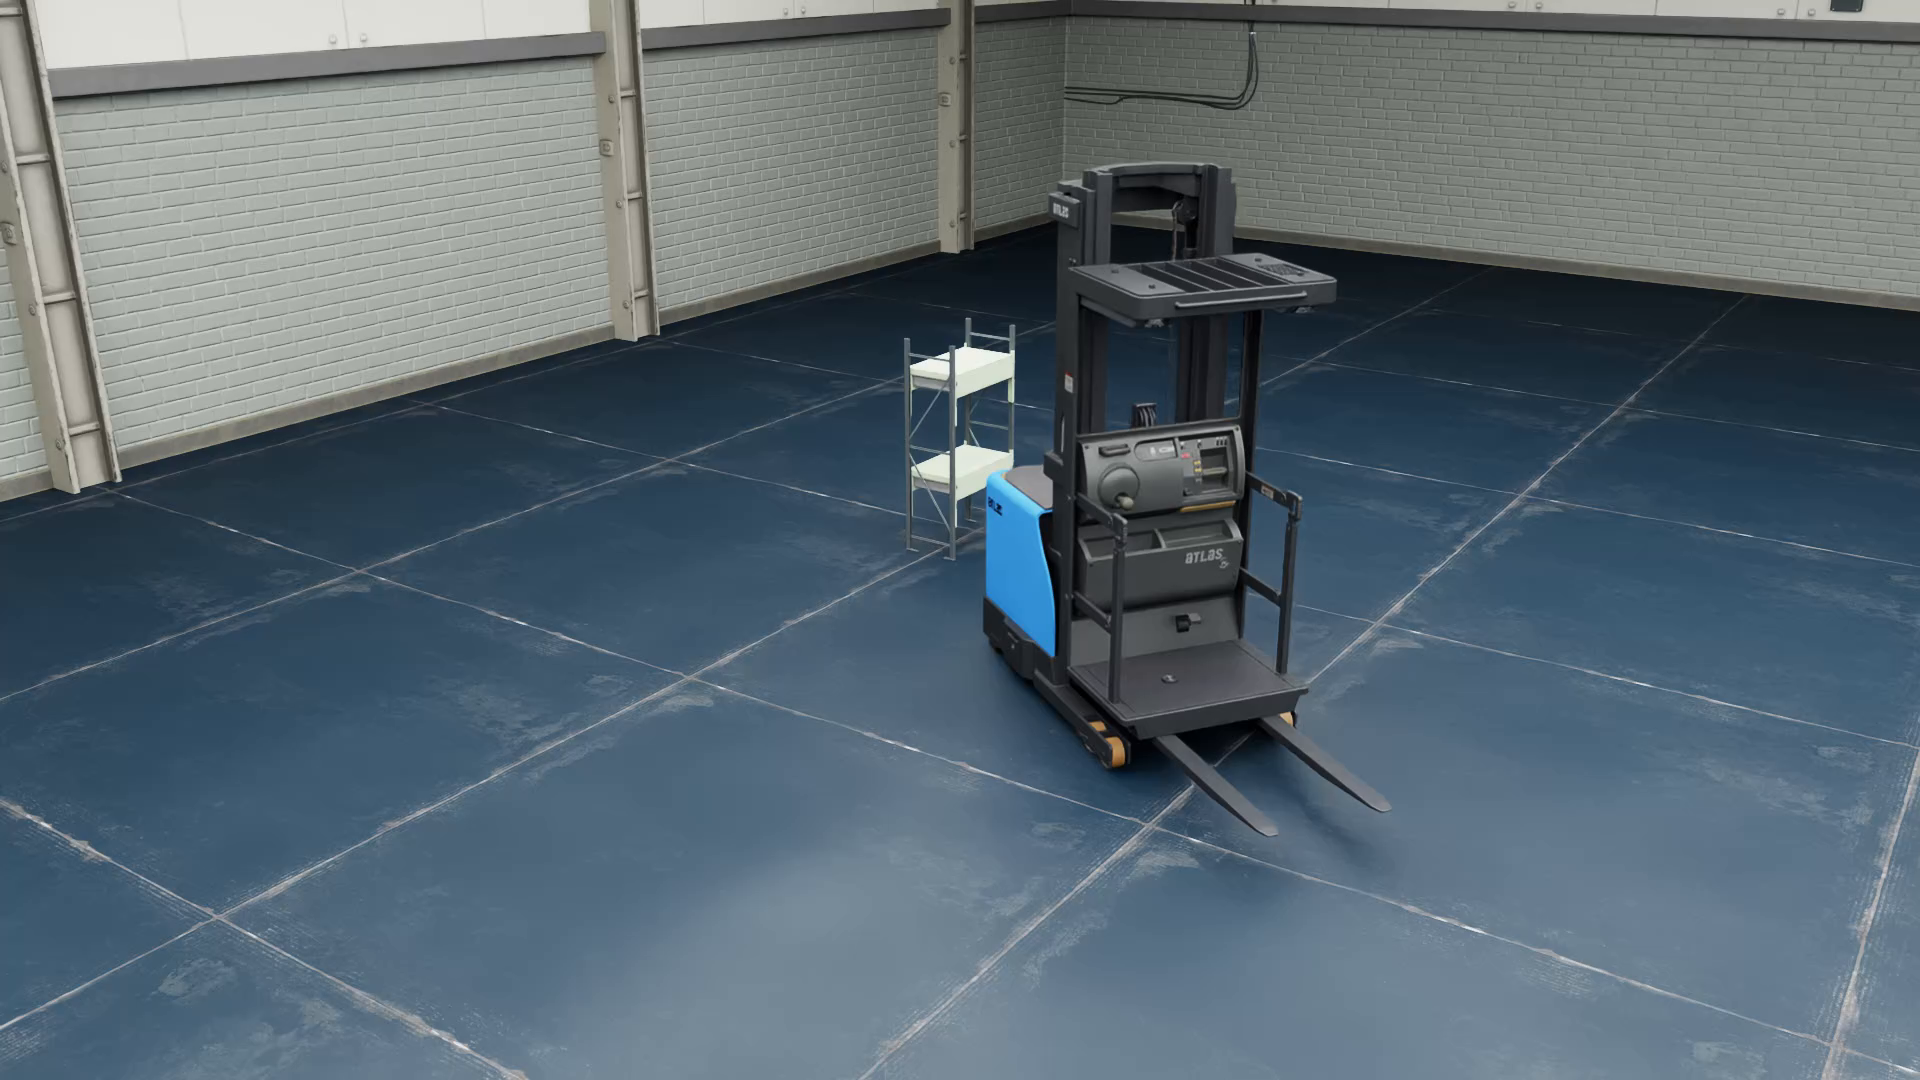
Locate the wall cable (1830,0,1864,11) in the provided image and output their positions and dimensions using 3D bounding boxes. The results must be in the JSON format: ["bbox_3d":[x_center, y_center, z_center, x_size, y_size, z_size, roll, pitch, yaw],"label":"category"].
[{"bbox_3d":[10.544,-8.428,16.677,2.305,6.003,0.169,13,24,32],"label":"wall cable"}]

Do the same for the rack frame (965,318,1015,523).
[{"bbox_3d":[0.209,-0.810,11.794,0.400,1.500,0.023,13,24,32],"label":"rack frame"}]

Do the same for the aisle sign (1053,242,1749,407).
[{"bbox_3d":[5.174,-2.650,18.928,6.000,0.001,6.000,13,24,32],"label":"aisle sign"}]

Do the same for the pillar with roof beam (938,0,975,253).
[{"bbox_3d":[0.782,-1.637,3.148,22.890,9.050,30.400,13,24,32],"label":"pillar with roof beam"}]

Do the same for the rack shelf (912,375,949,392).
[{"bbox_3d":[0.004,-1.138,11.350,0.332,0.071,0.664,13,24,32],"label":"rack shelf"}]

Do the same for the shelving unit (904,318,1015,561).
[{"bbox_3d":[-8.272,3.510,0.113,6.000,1.500,30.159,13,24,32],"label":"shelving unit"}]

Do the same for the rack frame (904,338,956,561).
[{"bbox_3d":[-0.202,-0.600,11.226,0.400,1.500,0.023,13,24,32],"label":"rack frame"}]

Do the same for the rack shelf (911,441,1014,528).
[{"bbox_3d":[-8.277,3.931,0.261,6.000,0.609,30.141,13,24,32],"label":"rack shelf"}]

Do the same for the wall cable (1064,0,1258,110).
[{"bbox_3d":[2.701,-7.233,22.823,3.097,2.526,0.112,13,24,32],"label":"wall cable"}]

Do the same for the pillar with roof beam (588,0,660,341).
[{"bbox_3d":[0.139,-5.541,13.773,9.100,9.000,0.400,13,24,32],"label":"pillar with roof beam"}]

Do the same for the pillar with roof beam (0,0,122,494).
[{"bbox_3d":[-3.234,-3.819,9.119,9.100,9.000,0.400,13,24,32],"label":"pillar with roof beam"}]
